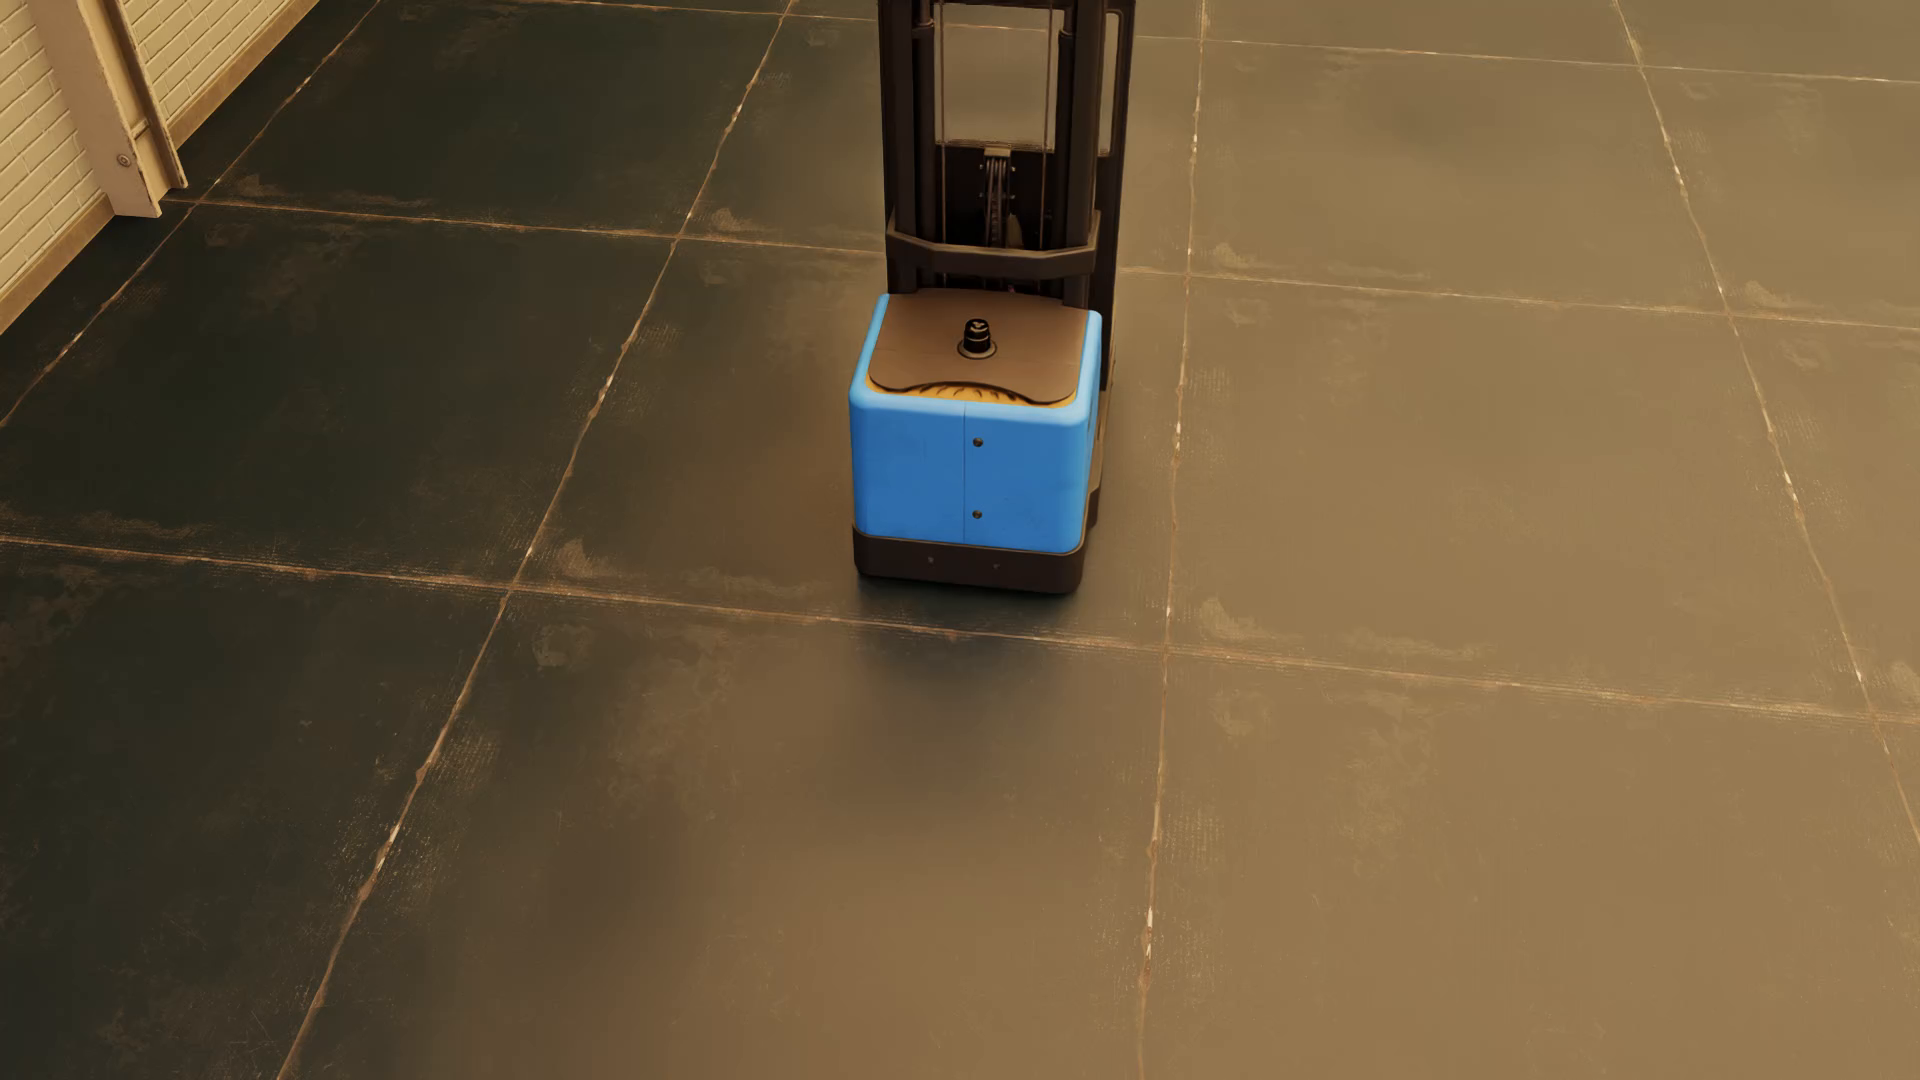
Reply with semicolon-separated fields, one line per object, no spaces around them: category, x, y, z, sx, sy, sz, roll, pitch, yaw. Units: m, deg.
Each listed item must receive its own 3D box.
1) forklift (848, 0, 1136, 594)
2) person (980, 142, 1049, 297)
forklift;0.230;-1.838;7.725;1.130;2.935;3.031;5;43;6
person;0.320;-1.288;8.146;0.679;1.544;0.702;-27;49;-26
